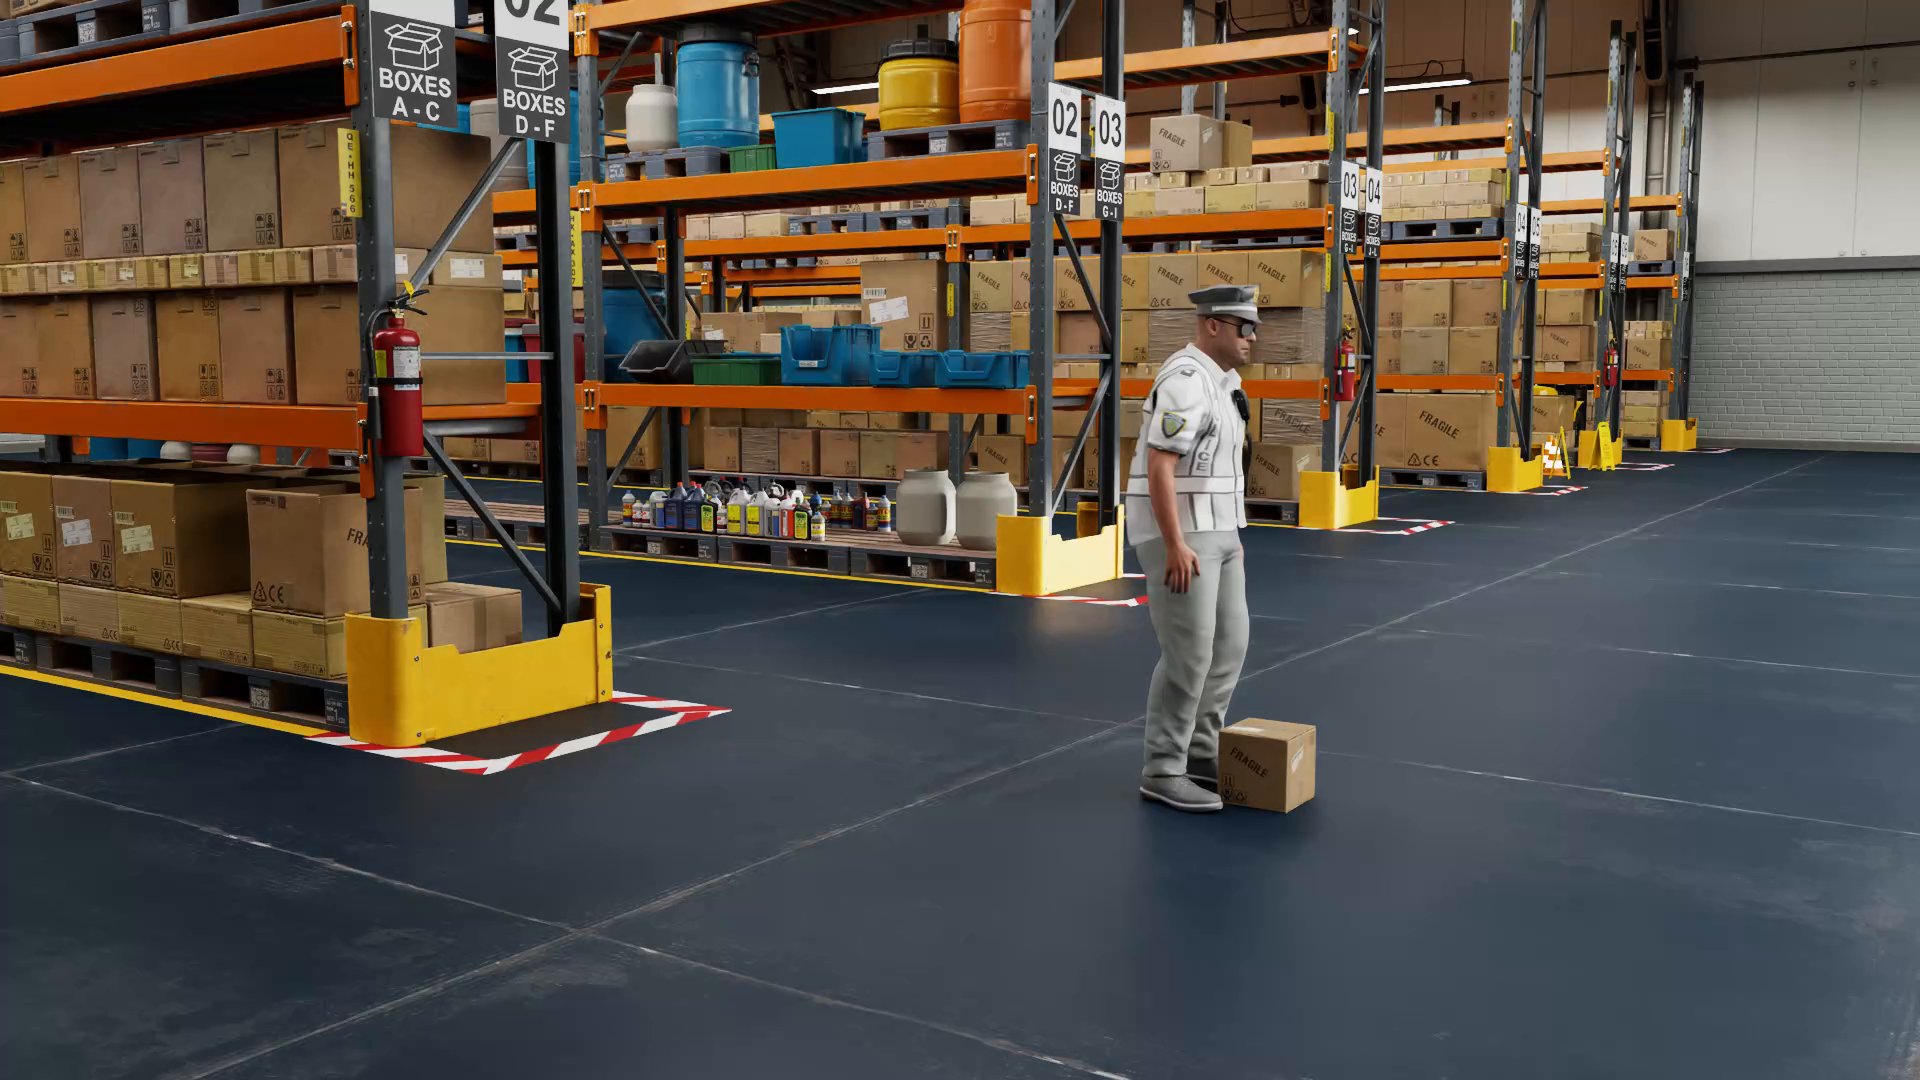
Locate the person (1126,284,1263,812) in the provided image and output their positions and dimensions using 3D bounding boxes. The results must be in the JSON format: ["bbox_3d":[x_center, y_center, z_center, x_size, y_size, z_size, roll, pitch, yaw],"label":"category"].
[{"bbox_3d":[0.810,0.002,5.727,0.437,1.747,0.596,4,7,30],"label":"person"}]
